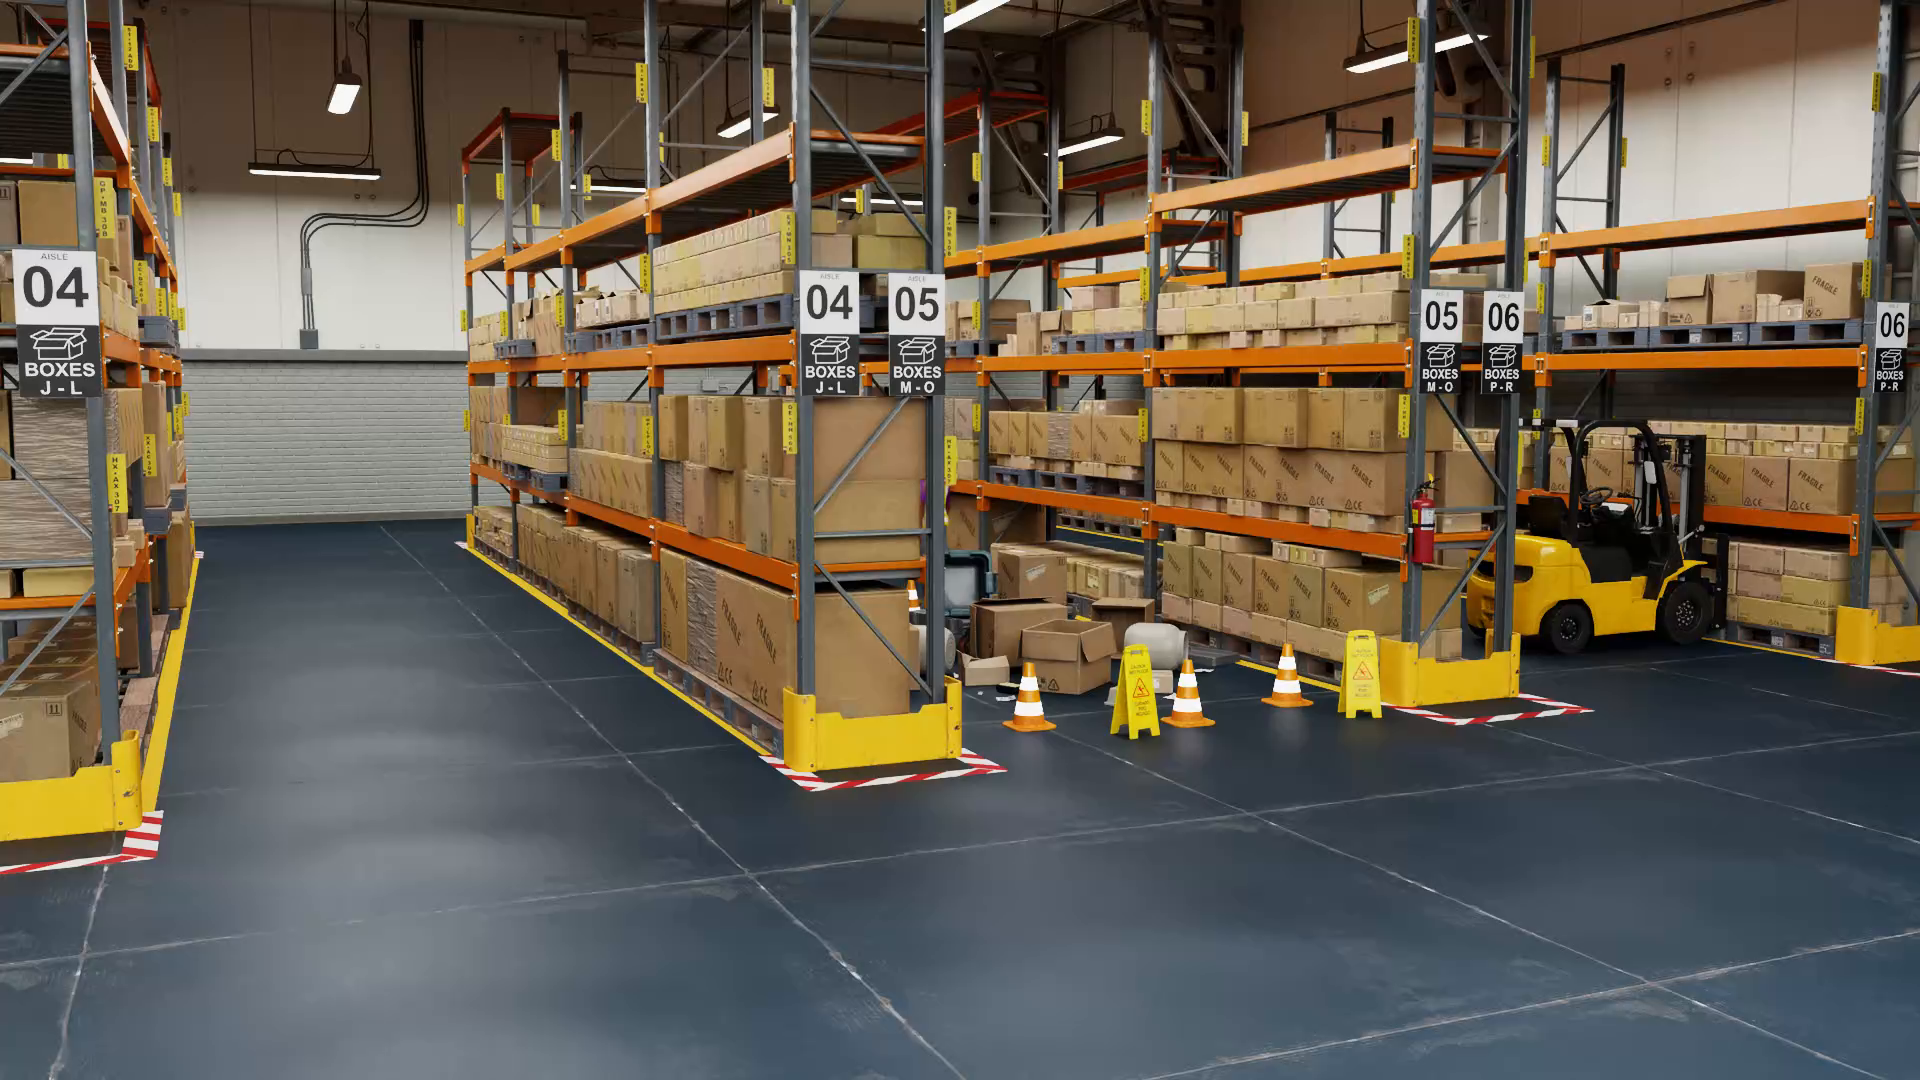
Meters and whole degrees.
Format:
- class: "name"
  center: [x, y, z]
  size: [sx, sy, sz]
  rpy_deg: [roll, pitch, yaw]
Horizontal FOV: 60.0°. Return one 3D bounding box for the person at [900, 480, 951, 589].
- class: "person"
  center: [-0.367, -0.155, 18.690]
  size: [0.604, 1.699, 0.986]
  rpy_deg: [-4, 7, -37]
